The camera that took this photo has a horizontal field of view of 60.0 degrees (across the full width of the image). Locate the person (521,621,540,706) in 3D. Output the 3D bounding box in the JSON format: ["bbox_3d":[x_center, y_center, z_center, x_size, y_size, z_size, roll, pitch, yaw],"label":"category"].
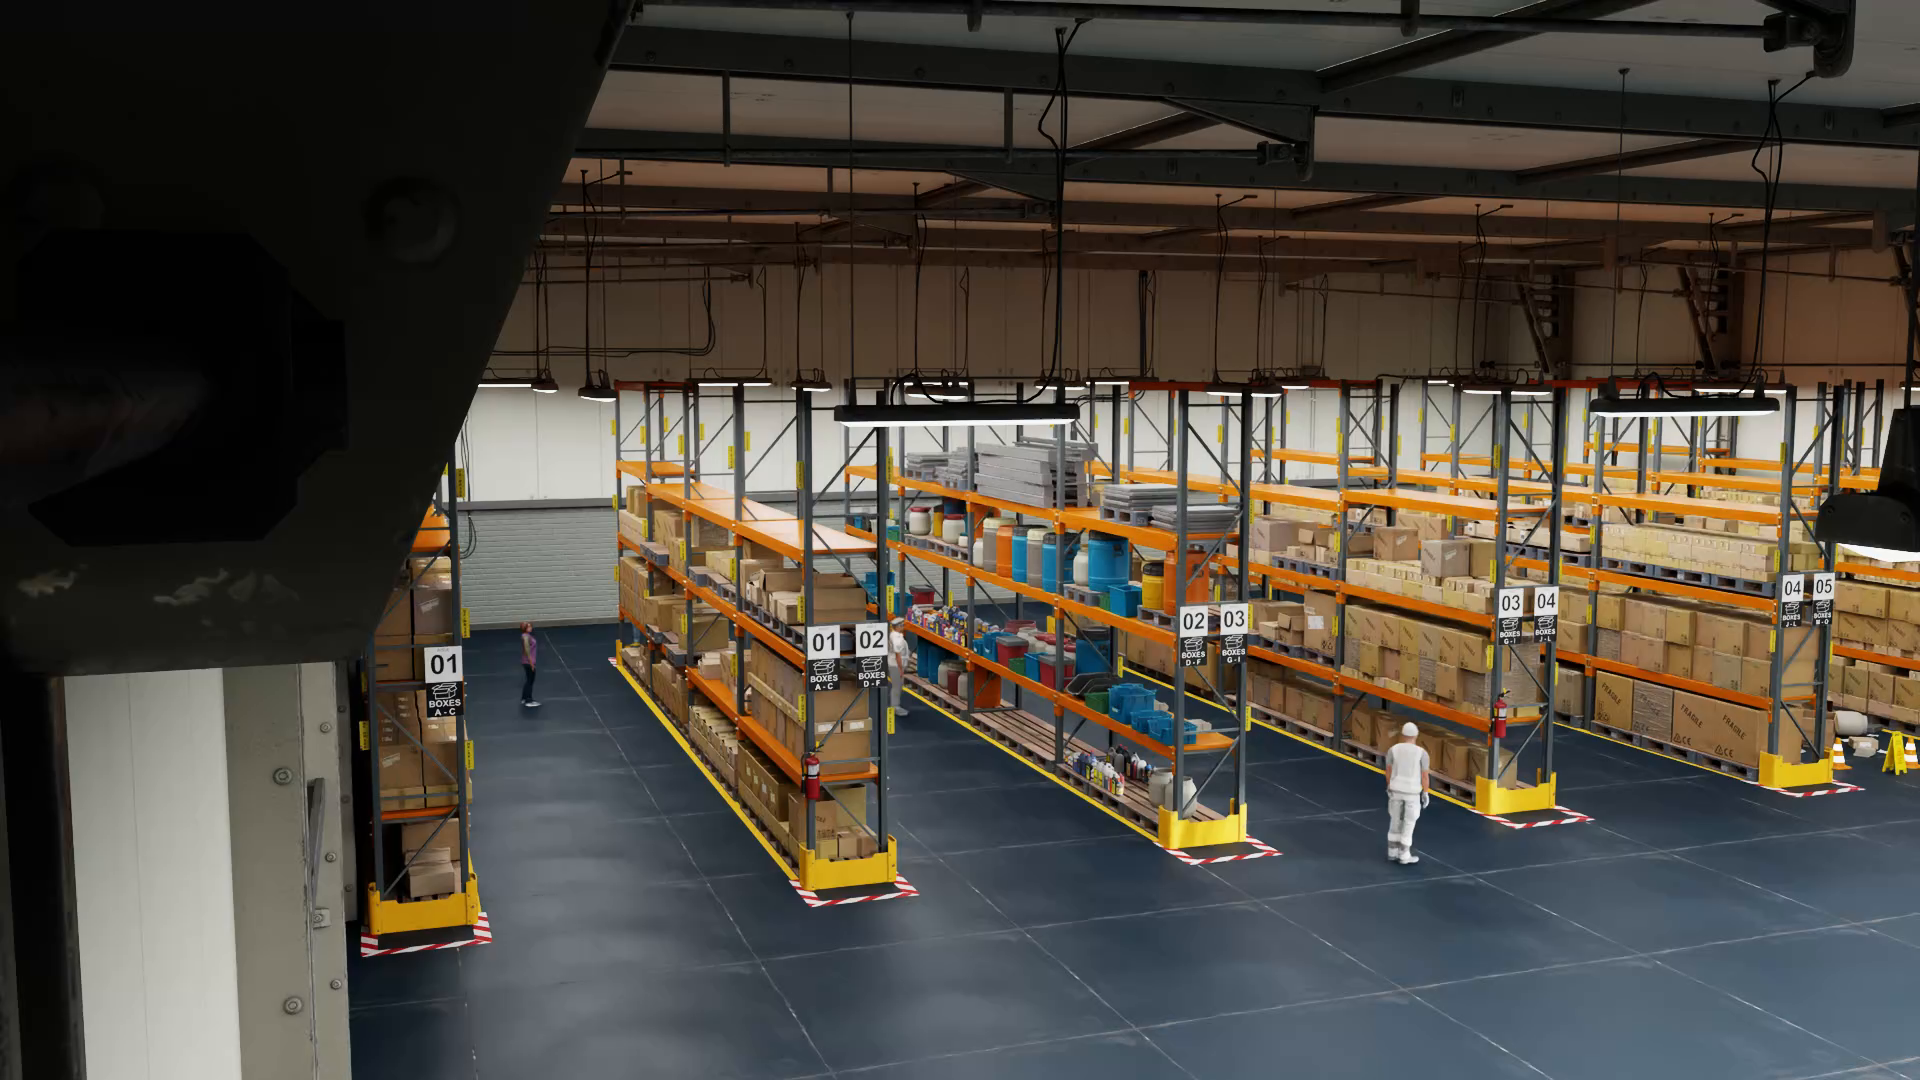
[{"bbox_3d":[-7.955,2.297,30.759,0.310,1.631,0.462,-3,7,-25],"label":"person"}]

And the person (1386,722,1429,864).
[{"bbox_3d":[5.677,3.206,21.102,0.552,1.796,0.386,4,7,31],"label":"person"}]

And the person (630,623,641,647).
[{"bbox_3d":[-7.181,1.496,37.334,0.545,1.756,0.693,2,7,22],"label":"person"}]

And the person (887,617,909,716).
[{"bbox_3d":[-1.117,2.267,29.973,0.404,1.777,0.573,-1,6,-5],"label":"person"}]

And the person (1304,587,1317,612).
[{"bbox_3d":[7.326,1.819,34.743,0.614,1.692,0.396,5,8,42],"label":"person"}]
